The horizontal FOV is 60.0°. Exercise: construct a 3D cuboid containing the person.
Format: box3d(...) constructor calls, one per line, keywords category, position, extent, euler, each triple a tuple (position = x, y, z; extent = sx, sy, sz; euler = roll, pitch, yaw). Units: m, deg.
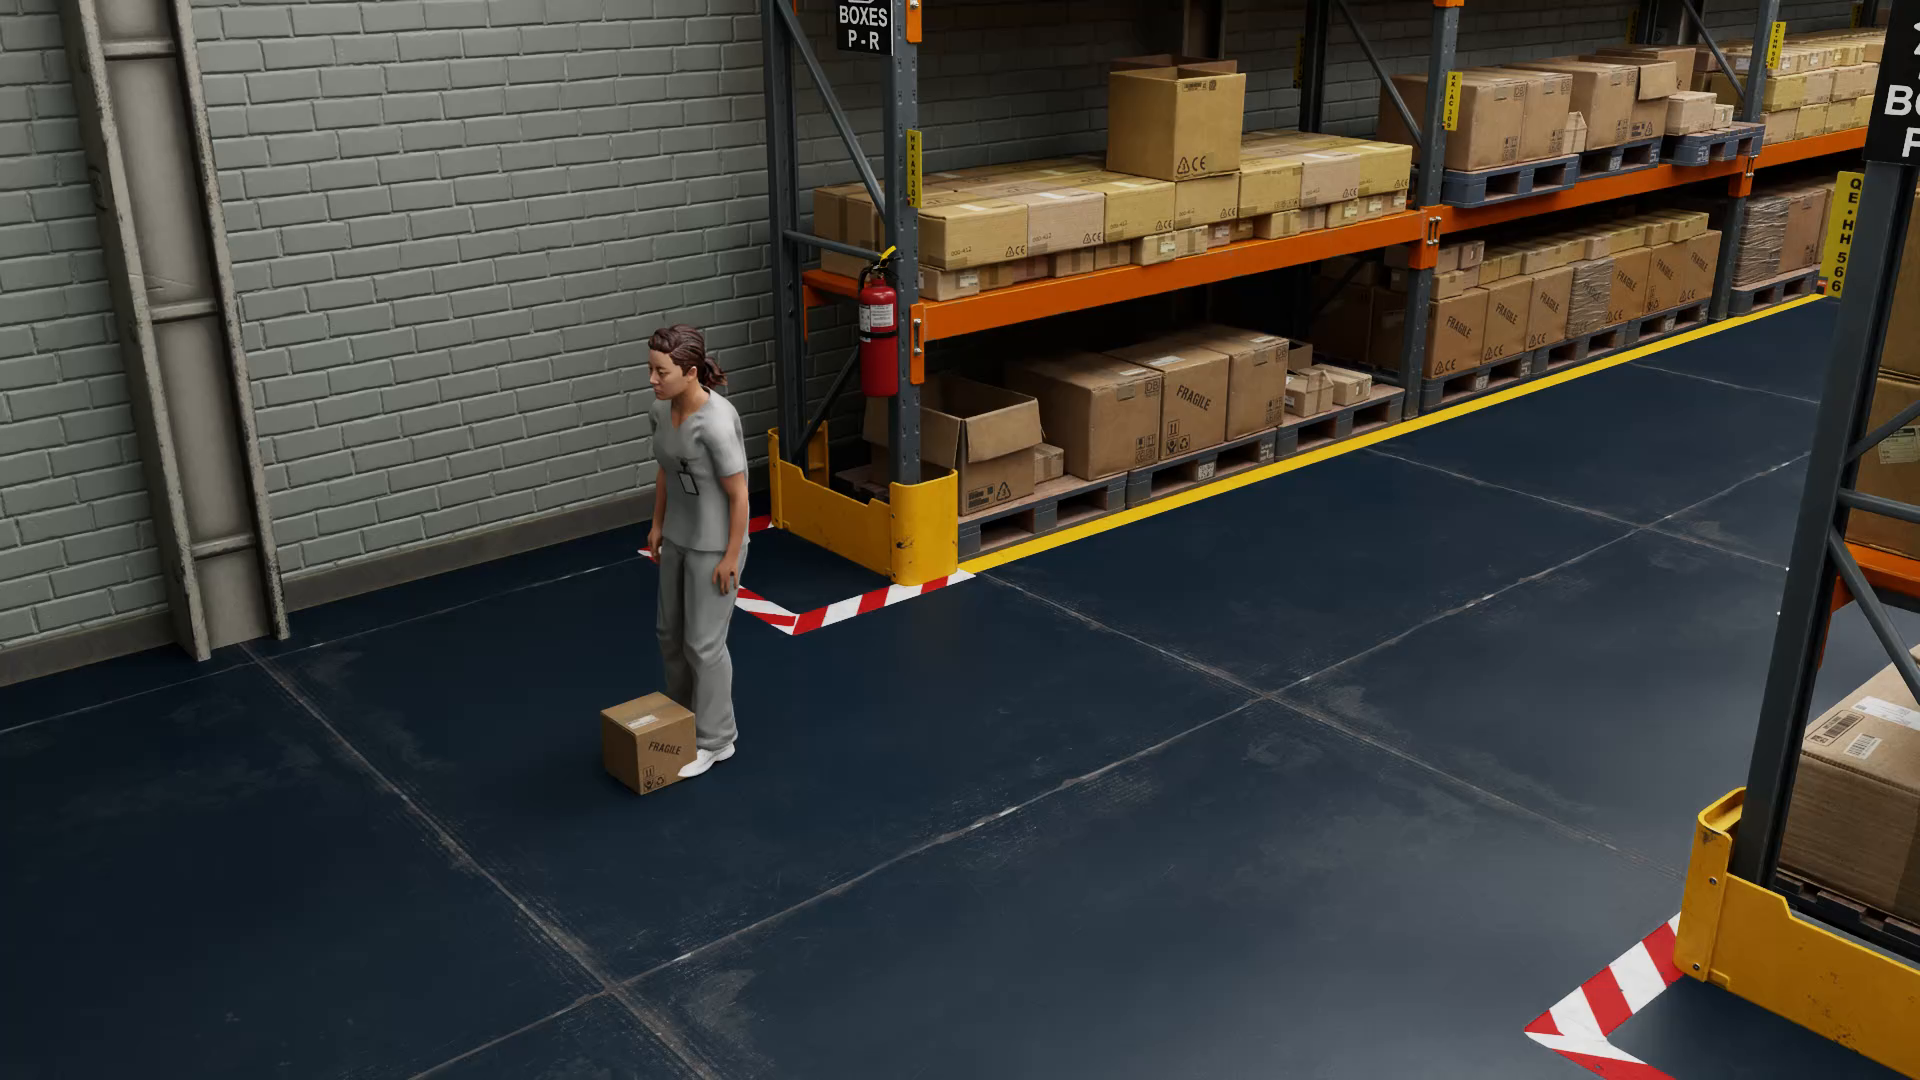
box3d(category="person", position=(-0.979, 0.030, 6.005), extent=(0.409, 1.673, 0.513), euler=(-19, 28, -40))
